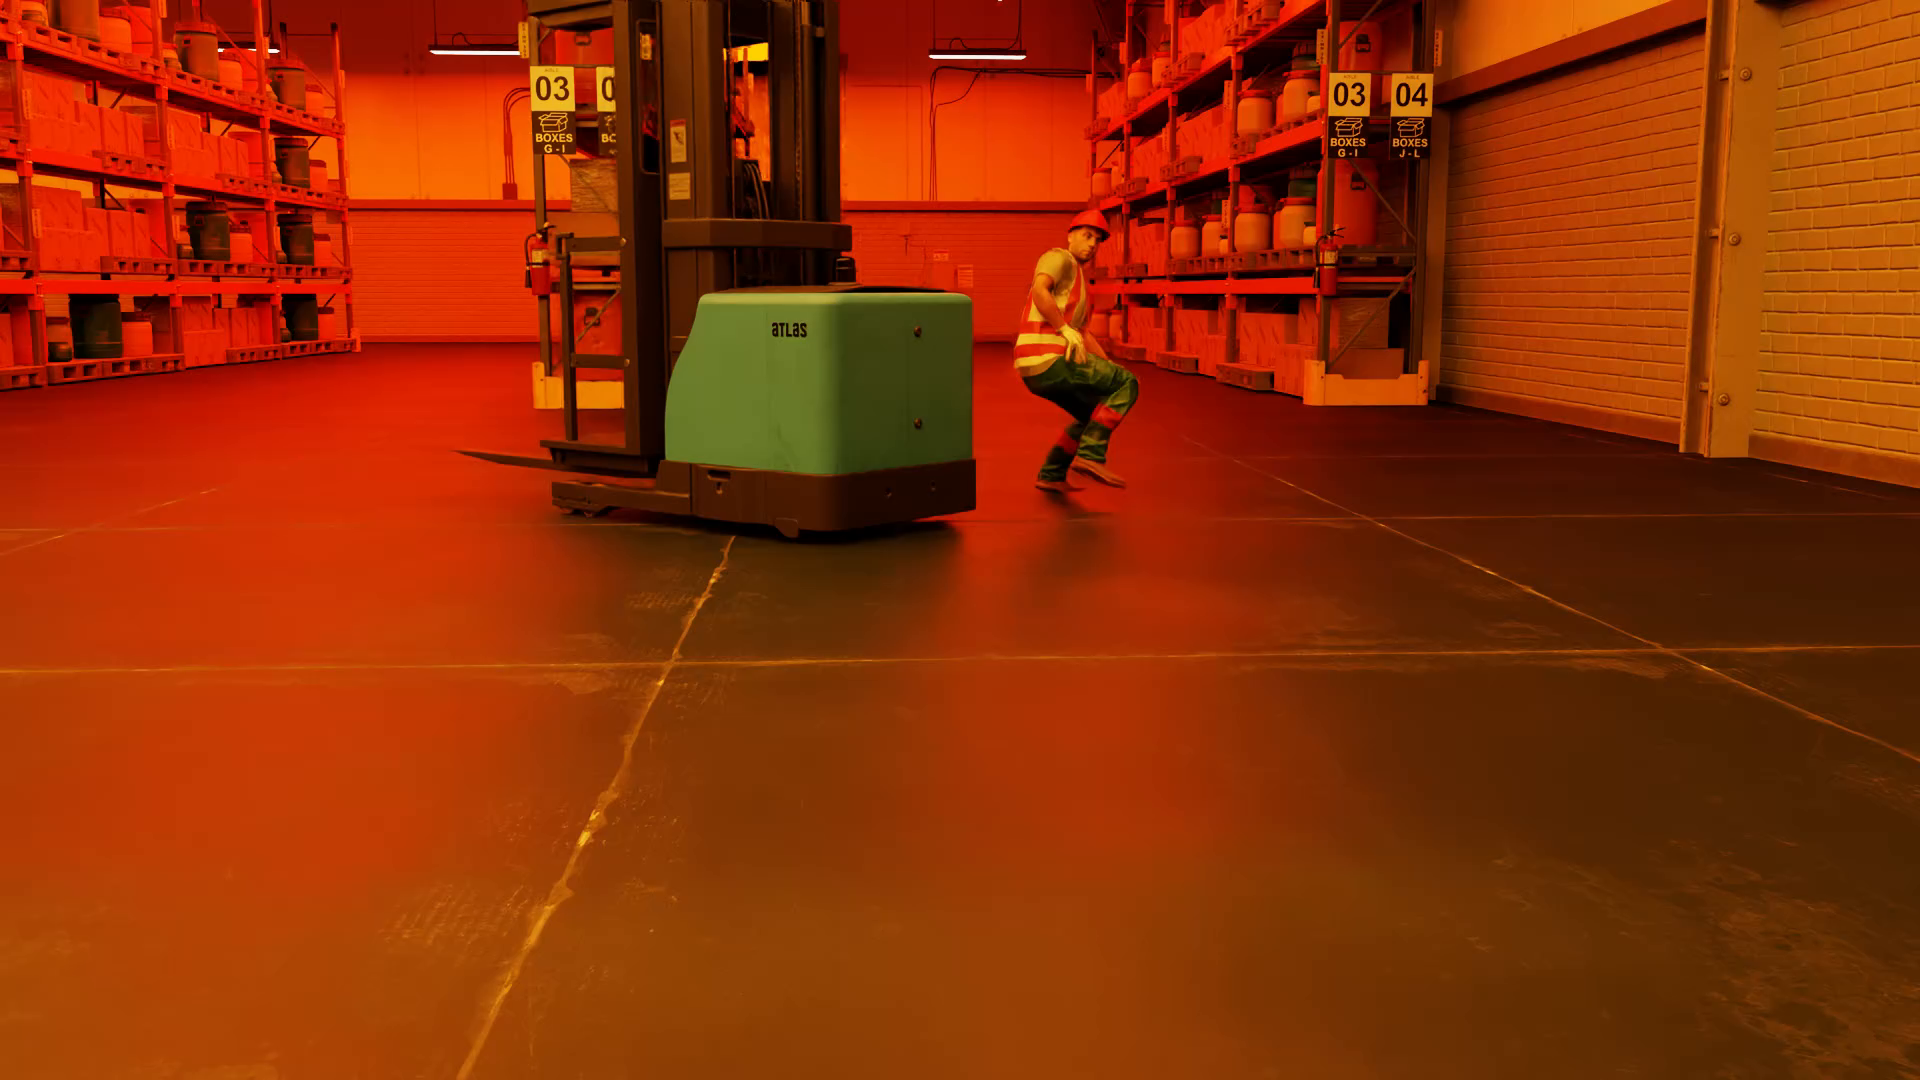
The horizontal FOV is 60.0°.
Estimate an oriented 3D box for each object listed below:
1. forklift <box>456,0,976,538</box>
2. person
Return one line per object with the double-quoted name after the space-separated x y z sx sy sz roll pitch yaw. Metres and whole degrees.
-1.378 -1.611 8.177 3.031 2.935 1.130 7 11 39 "forklift"
0.619 -0.948 8.705 0.678 1.539 0.833 0 8 -1 "person"
